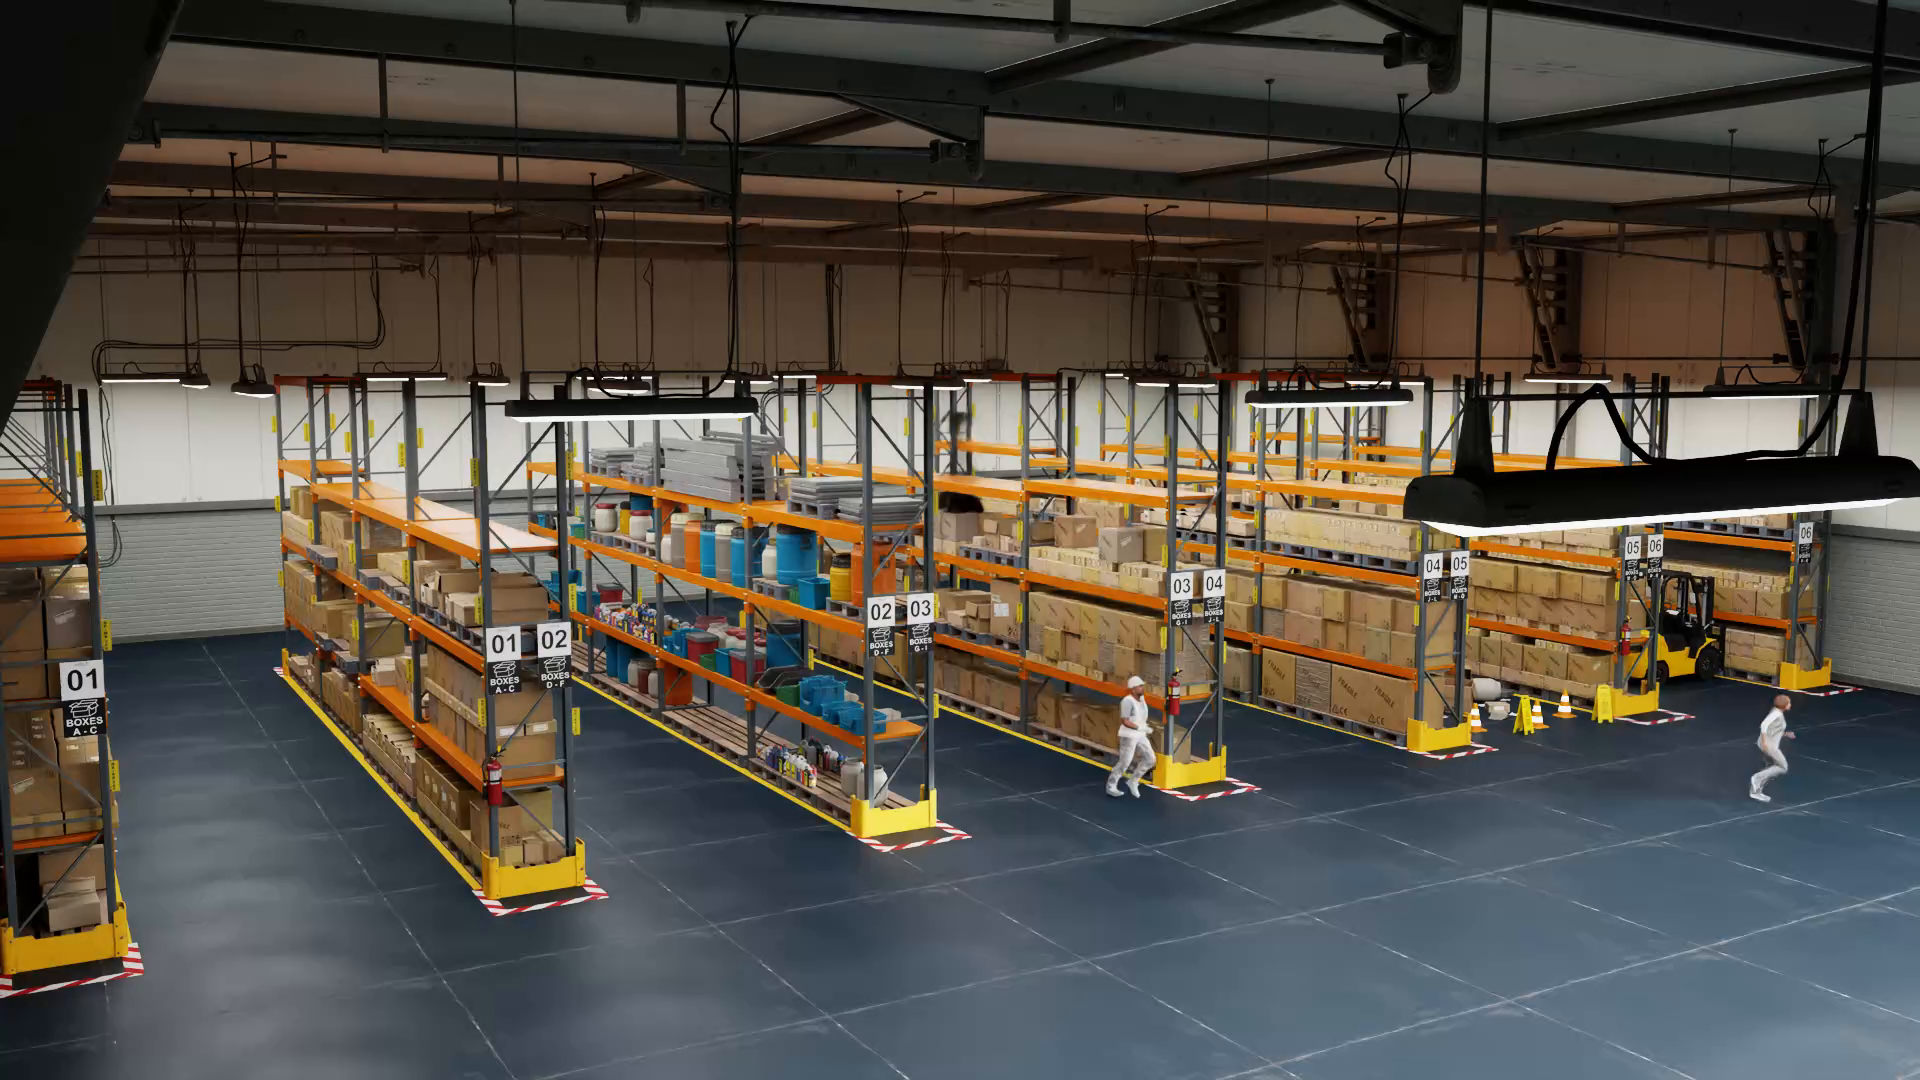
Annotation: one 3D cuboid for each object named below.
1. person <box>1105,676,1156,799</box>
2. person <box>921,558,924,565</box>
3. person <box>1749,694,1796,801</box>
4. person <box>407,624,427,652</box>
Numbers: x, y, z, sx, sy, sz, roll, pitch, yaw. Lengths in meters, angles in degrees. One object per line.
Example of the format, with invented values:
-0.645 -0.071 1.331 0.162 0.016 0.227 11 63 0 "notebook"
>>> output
2.507 2.842 23.928 0.714 1.785 0.701 4 8 34 "person"
-0.829 0.947 41.605 0.671 1.670 0.521 4 8 35 "person"
11.634 2.964 23.787 0.588 1.540 0.511 2 7 17 "person"
-11.061 1.809 33.859 0.688 1.671 0.716 5 8 40 "person"
